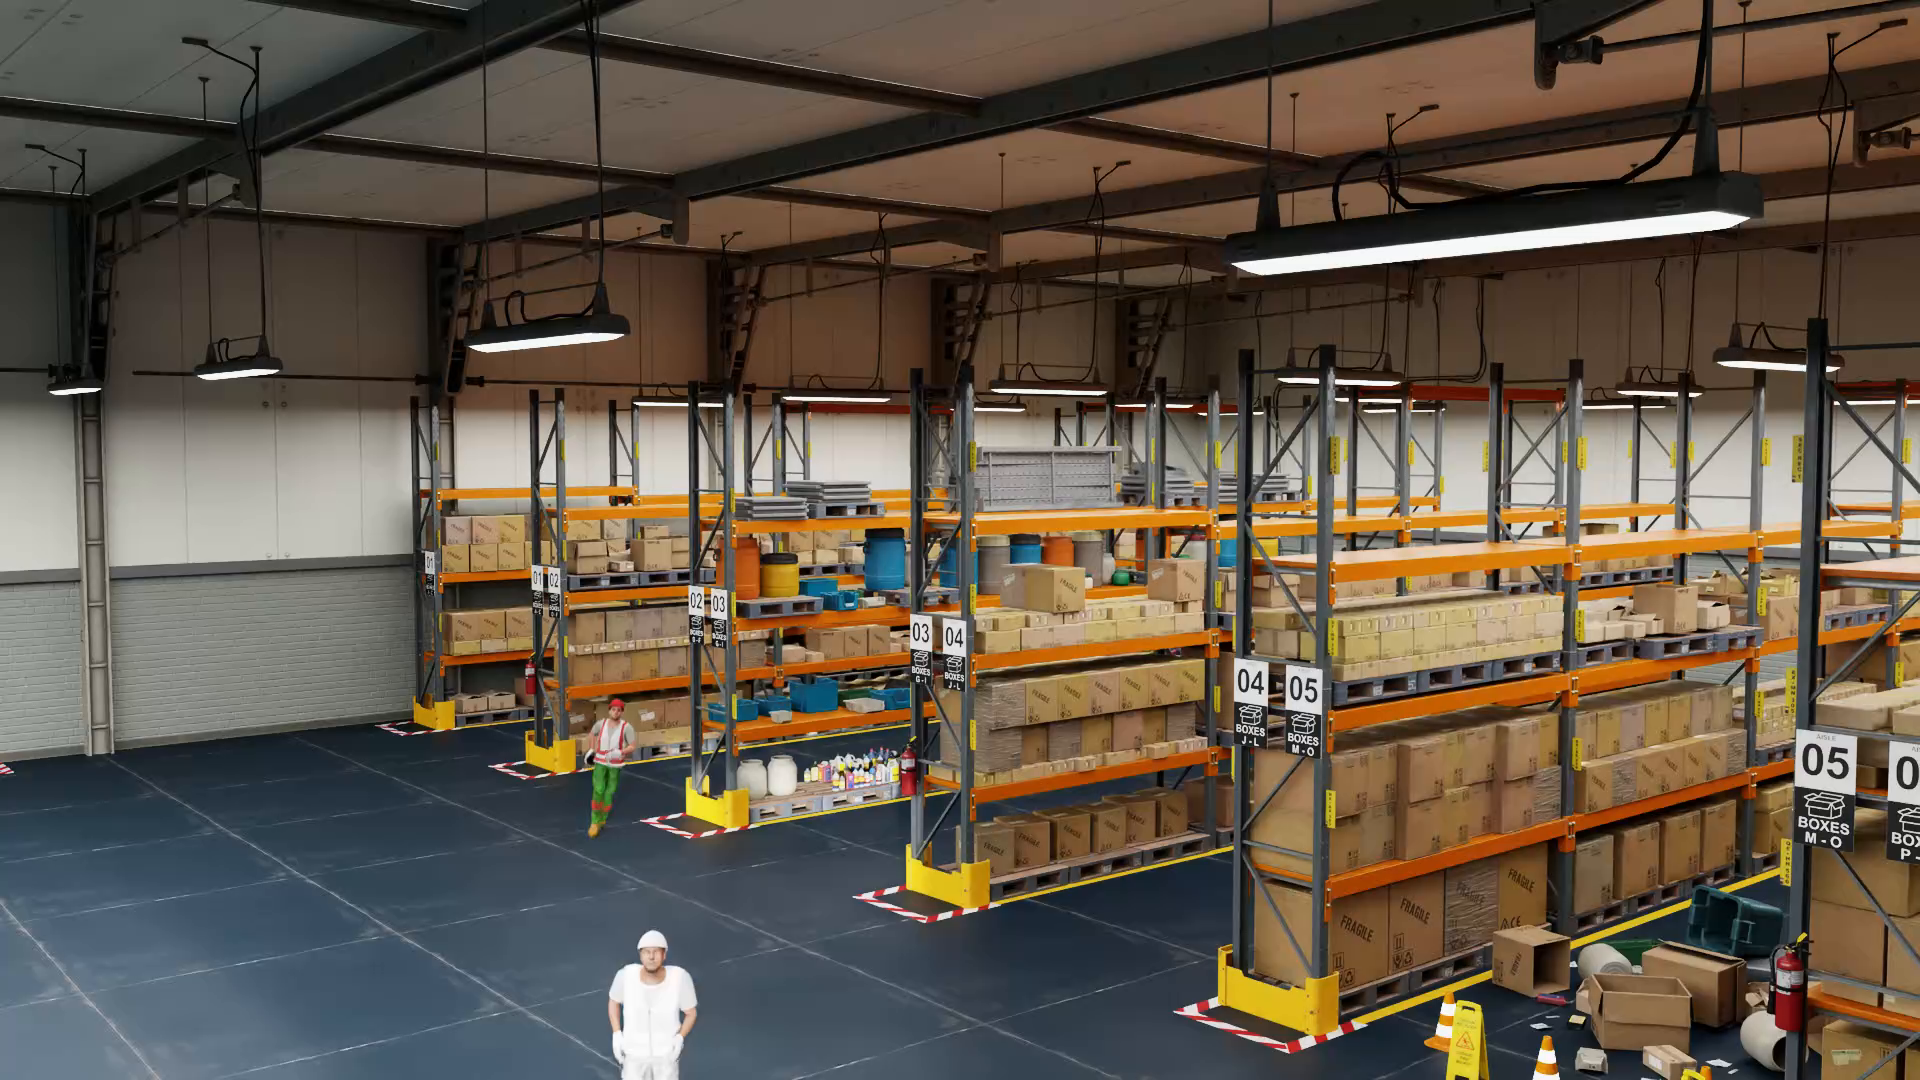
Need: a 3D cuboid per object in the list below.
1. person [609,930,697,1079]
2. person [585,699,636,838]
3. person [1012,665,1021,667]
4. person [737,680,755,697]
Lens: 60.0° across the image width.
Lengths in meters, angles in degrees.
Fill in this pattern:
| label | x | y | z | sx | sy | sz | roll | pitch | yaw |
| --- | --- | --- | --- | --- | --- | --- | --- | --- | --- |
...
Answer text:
| label | x | y | z | sx | sy | sz | roll | pitch | yaw |
| --- | --- | --- | --- | --- | --- | --- | --- | --- | --- |
| person | -2.174 | 3.611 | 11.754 | 0.631 | 1.715 | 0.601 | 0 | 3 | -7 |
| person | -4.616 | 2.977 | 21.934 | 0.688 | 1.751 | 0.695 | 0 | 3 | -7 |
| person | 1.020 | 2.558 | 29.346 | 0.706 | 1.710 | 0.662 | 3 | 5 | 42 |
| person | -4.029 | 2.539 | 30.709 | 0.576 | 1.707 | 0.698 | 3 | 4 | 41 |
